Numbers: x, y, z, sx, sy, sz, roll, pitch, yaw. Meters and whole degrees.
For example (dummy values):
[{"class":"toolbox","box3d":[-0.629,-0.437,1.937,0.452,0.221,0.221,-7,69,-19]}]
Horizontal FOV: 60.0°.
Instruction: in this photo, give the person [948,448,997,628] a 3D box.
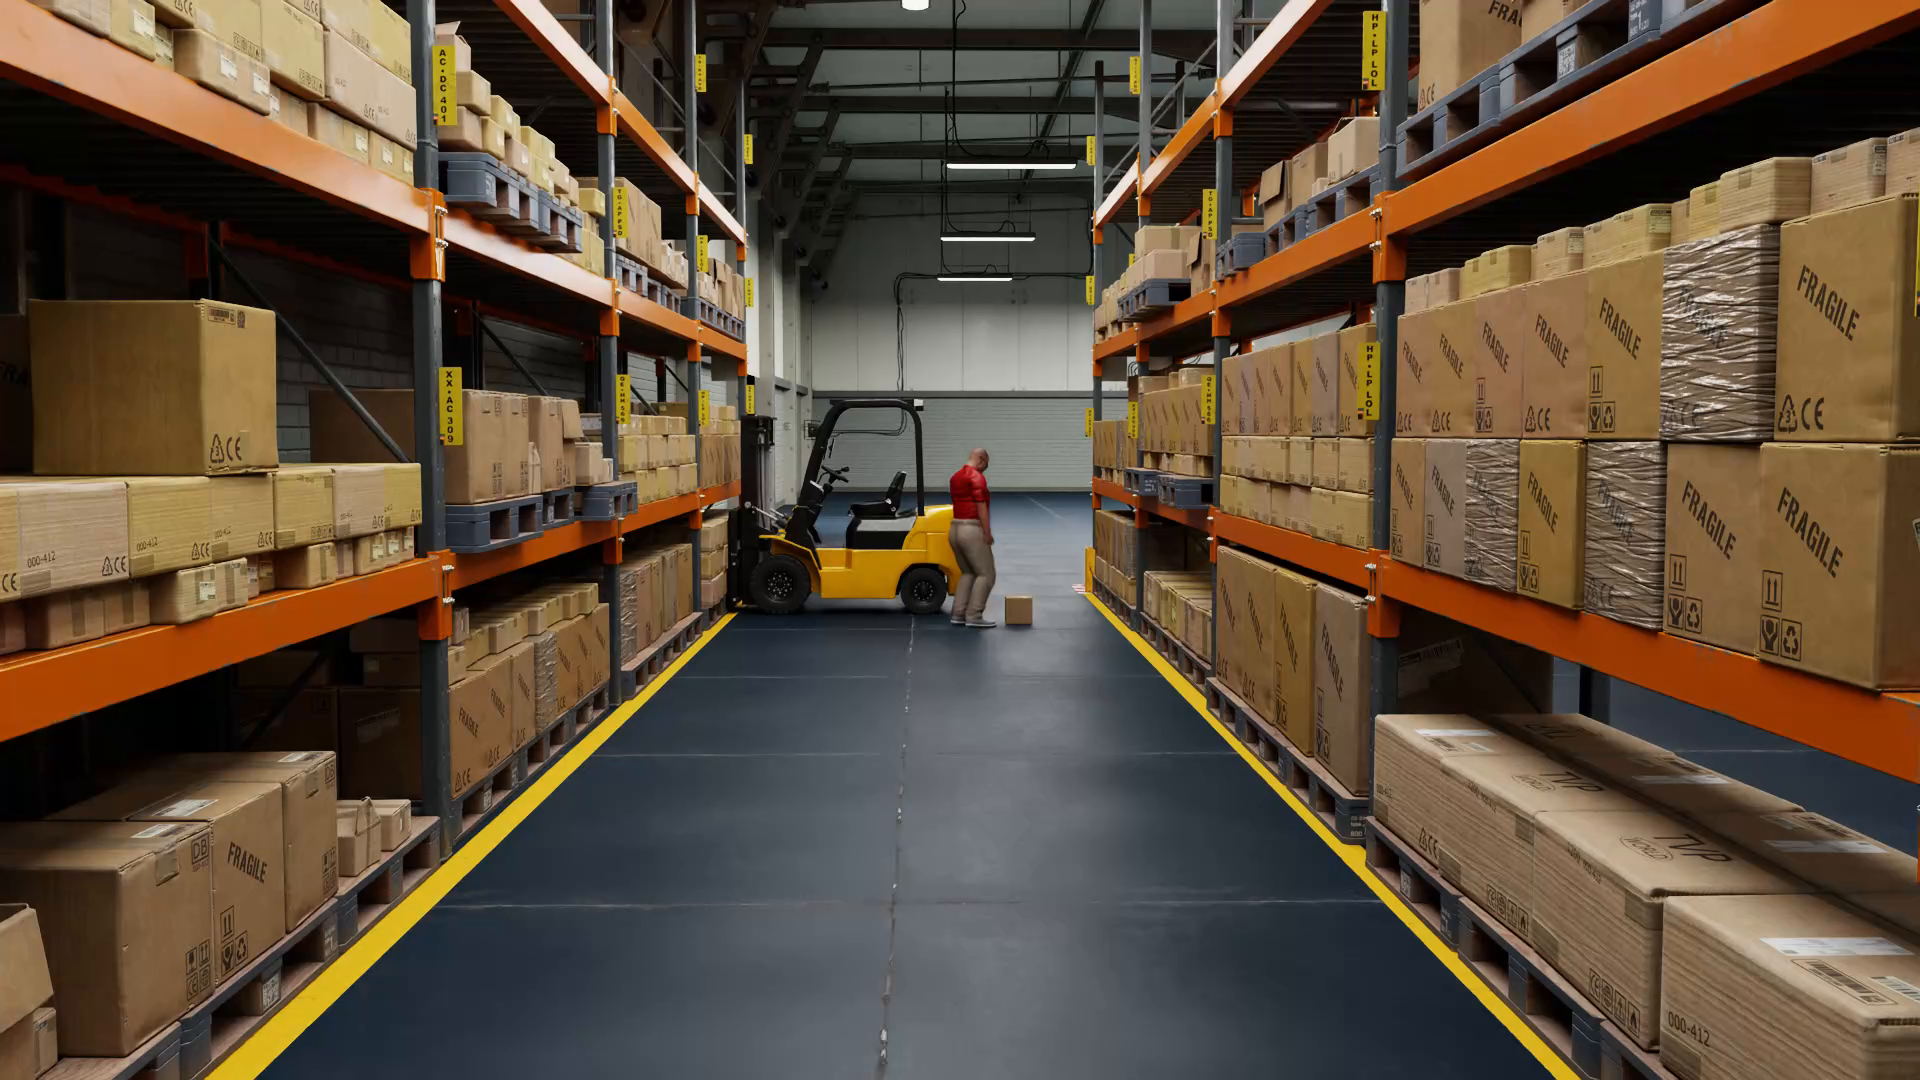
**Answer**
[{"class":"person","box3d":[0.101,-0.026,15.682,0.410,1.687,0.553,-2,4,-28]}]
